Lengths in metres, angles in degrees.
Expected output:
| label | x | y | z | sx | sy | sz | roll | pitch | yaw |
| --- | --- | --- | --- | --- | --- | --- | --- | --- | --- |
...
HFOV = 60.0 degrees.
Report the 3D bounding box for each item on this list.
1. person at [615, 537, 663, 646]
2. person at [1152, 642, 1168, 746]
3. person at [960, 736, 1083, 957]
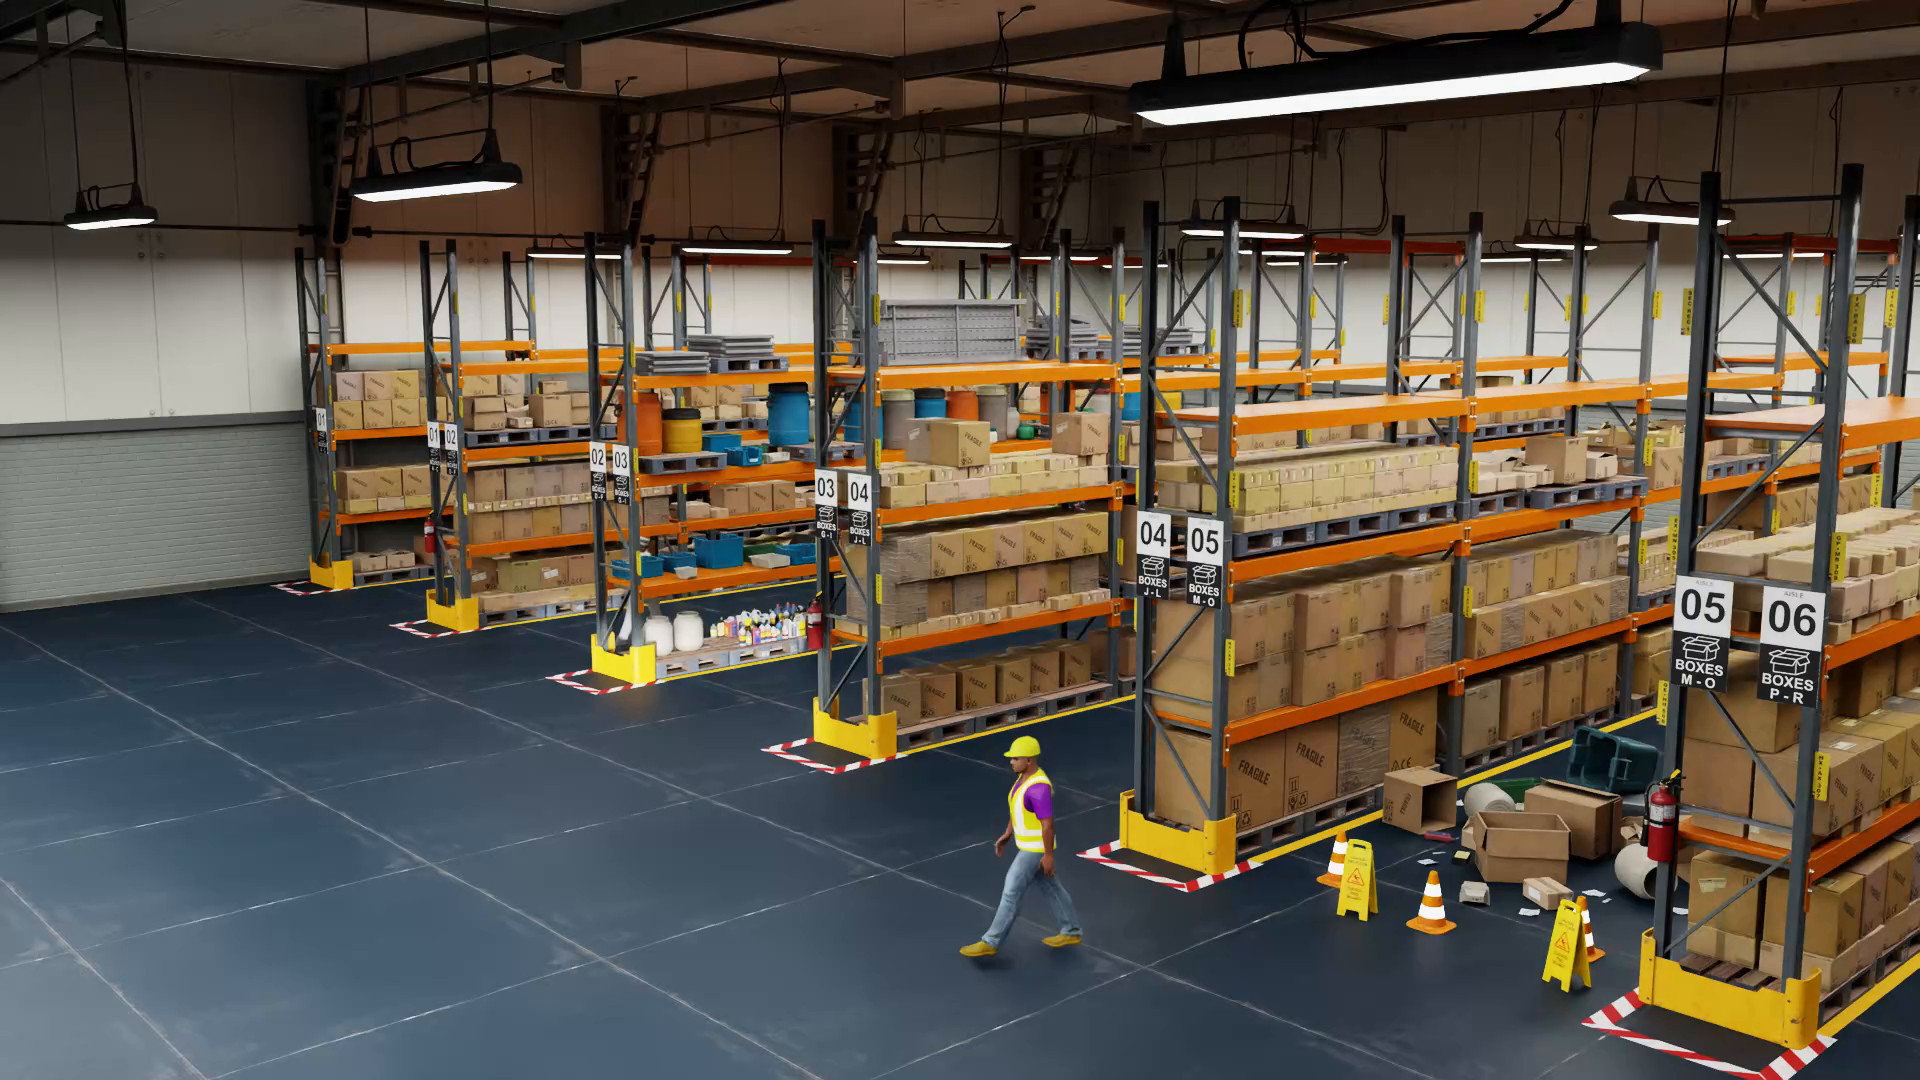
| label | x | y | z | sx | sy | sz | roll | pitch | yaw |
| --- | --- | --- | --- | --- | --- | --- | --- | --- | --- |
| person | -4.731 | 0.750 | 24.540 | 0.473 | 1.623 | 0.977 | 5 | 10 | 32 |
| person | 2.226 | 1.835 | 17.594 | 0.456 | 1.565 | 0.499 | -4 | 9 | -28 |
| person | 0.487 | 2.386 | 13.065 | 0.996 | 1.714 | 0.596 | 0 | 8 | -3 |
